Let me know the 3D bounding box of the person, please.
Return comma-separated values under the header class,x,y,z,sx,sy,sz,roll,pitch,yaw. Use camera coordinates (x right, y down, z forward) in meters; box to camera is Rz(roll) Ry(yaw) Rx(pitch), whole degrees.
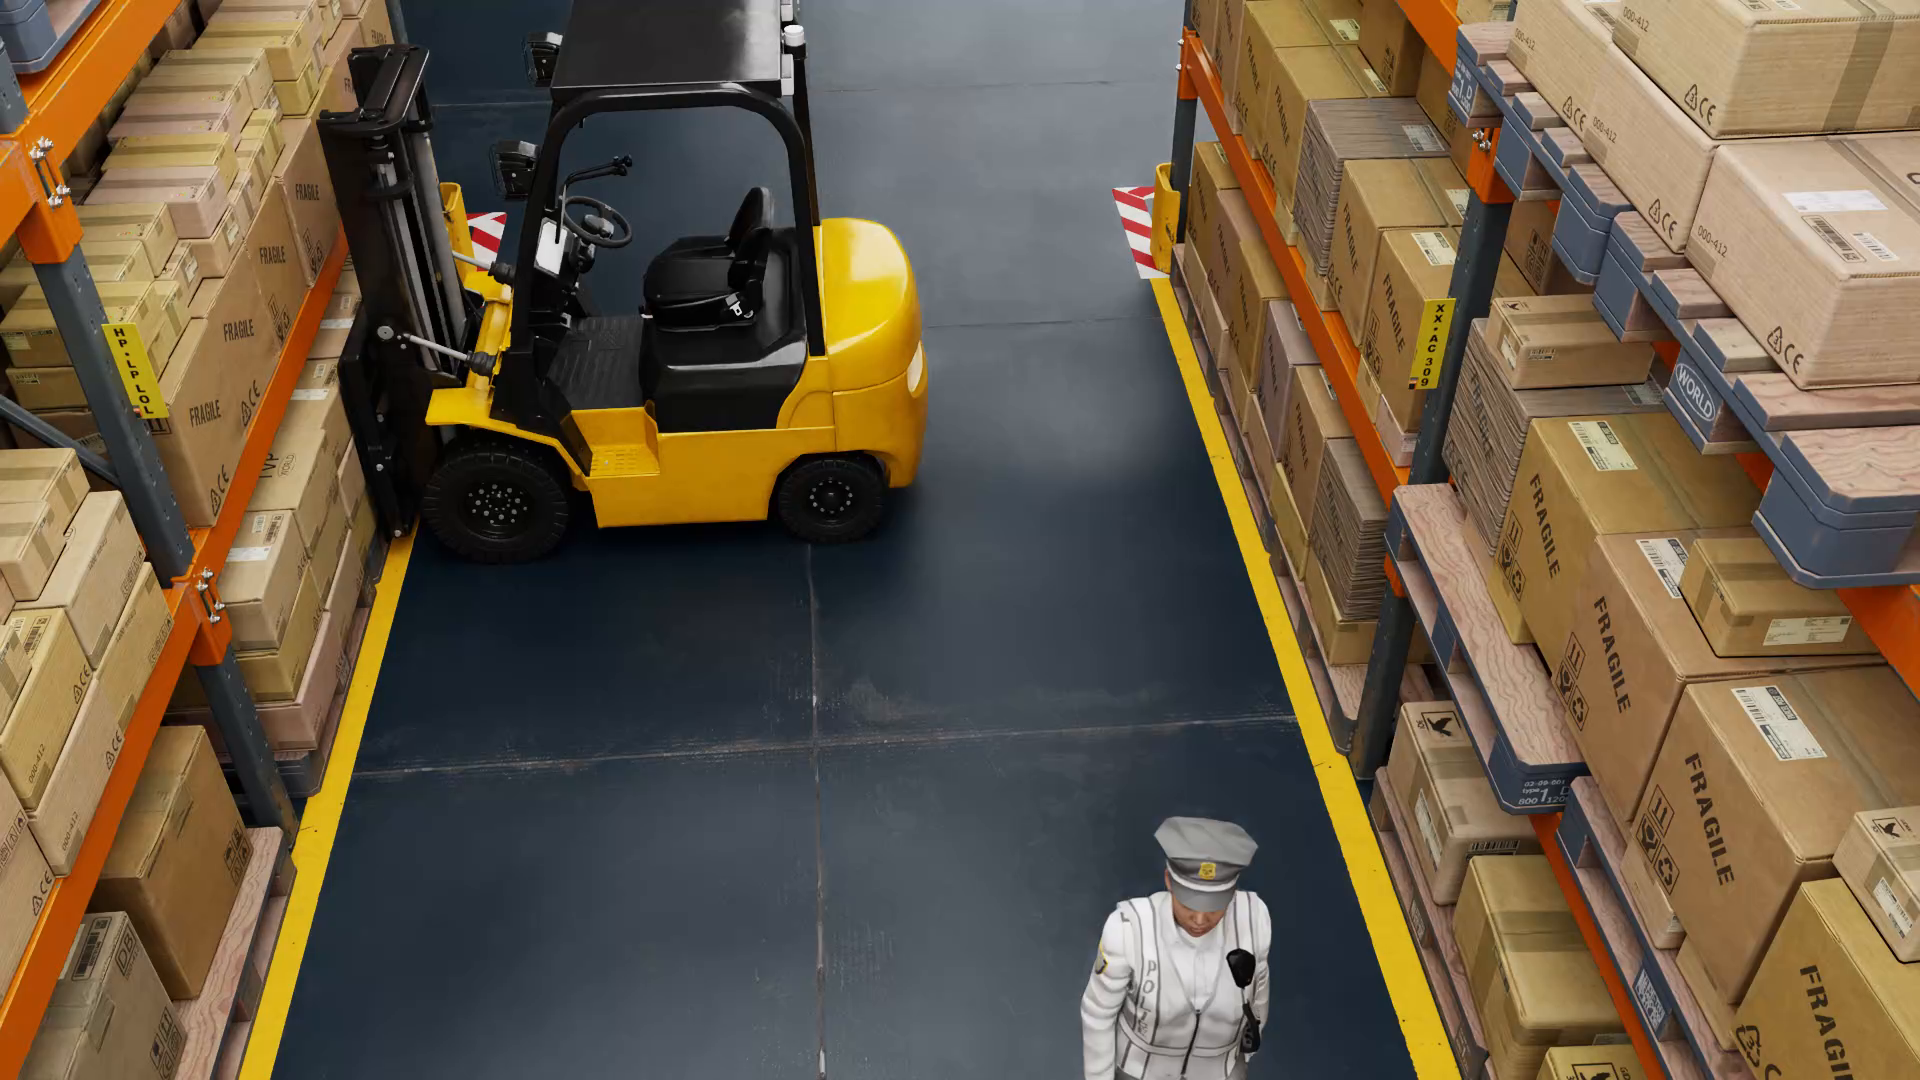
class,x,y,z,sx,sy,sz,roll,pitch,yaw
person,0.573,1.389,4.455,0.523,1.746,0.549,0,39,0
